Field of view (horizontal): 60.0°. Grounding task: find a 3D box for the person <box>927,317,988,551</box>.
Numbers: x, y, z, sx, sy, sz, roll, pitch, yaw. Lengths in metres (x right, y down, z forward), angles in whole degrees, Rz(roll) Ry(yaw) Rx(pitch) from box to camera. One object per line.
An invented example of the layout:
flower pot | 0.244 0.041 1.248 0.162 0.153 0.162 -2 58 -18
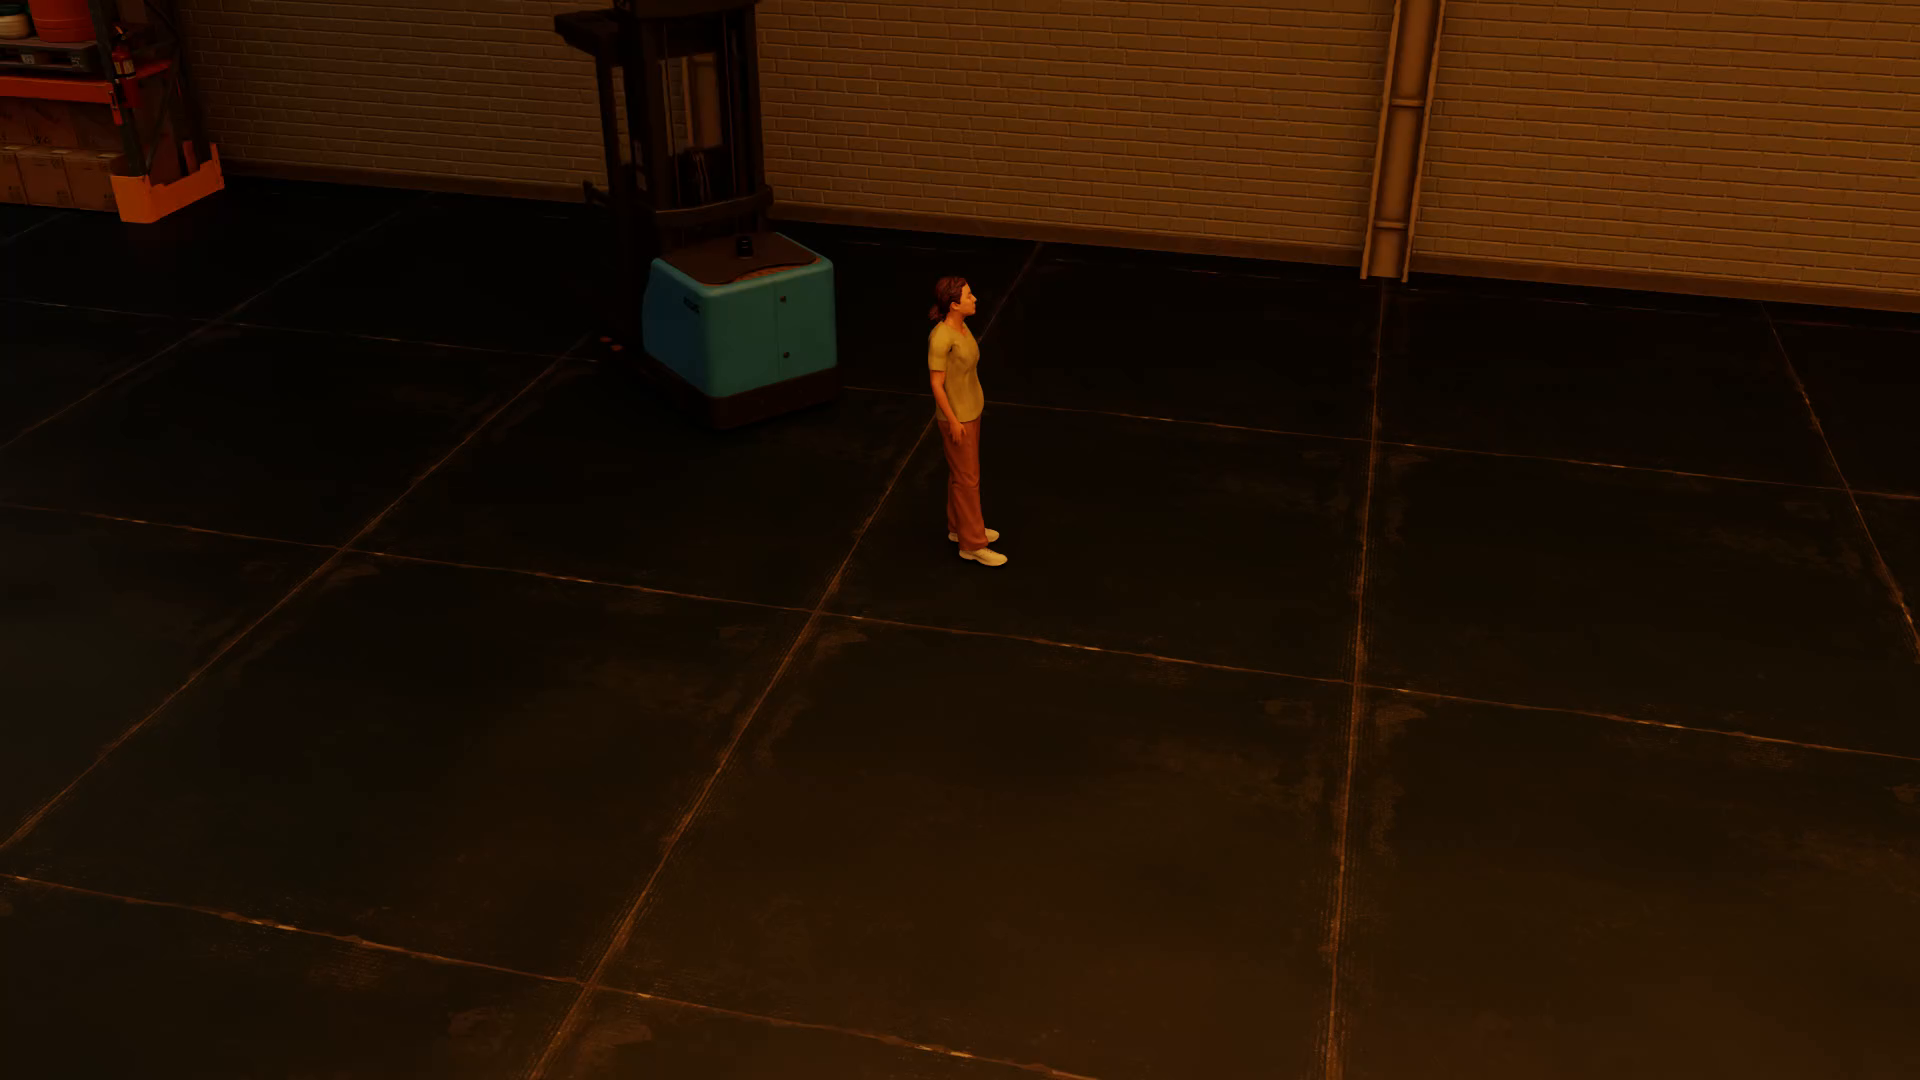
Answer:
person | 0.026 -0.649 9.760 0.396 1.363 0.520 7 30 12

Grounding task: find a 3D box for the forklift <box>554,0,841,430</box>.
forklift | -2.111 -2.694 11.926 1.130 2.935 3.031 -19 35 -30
